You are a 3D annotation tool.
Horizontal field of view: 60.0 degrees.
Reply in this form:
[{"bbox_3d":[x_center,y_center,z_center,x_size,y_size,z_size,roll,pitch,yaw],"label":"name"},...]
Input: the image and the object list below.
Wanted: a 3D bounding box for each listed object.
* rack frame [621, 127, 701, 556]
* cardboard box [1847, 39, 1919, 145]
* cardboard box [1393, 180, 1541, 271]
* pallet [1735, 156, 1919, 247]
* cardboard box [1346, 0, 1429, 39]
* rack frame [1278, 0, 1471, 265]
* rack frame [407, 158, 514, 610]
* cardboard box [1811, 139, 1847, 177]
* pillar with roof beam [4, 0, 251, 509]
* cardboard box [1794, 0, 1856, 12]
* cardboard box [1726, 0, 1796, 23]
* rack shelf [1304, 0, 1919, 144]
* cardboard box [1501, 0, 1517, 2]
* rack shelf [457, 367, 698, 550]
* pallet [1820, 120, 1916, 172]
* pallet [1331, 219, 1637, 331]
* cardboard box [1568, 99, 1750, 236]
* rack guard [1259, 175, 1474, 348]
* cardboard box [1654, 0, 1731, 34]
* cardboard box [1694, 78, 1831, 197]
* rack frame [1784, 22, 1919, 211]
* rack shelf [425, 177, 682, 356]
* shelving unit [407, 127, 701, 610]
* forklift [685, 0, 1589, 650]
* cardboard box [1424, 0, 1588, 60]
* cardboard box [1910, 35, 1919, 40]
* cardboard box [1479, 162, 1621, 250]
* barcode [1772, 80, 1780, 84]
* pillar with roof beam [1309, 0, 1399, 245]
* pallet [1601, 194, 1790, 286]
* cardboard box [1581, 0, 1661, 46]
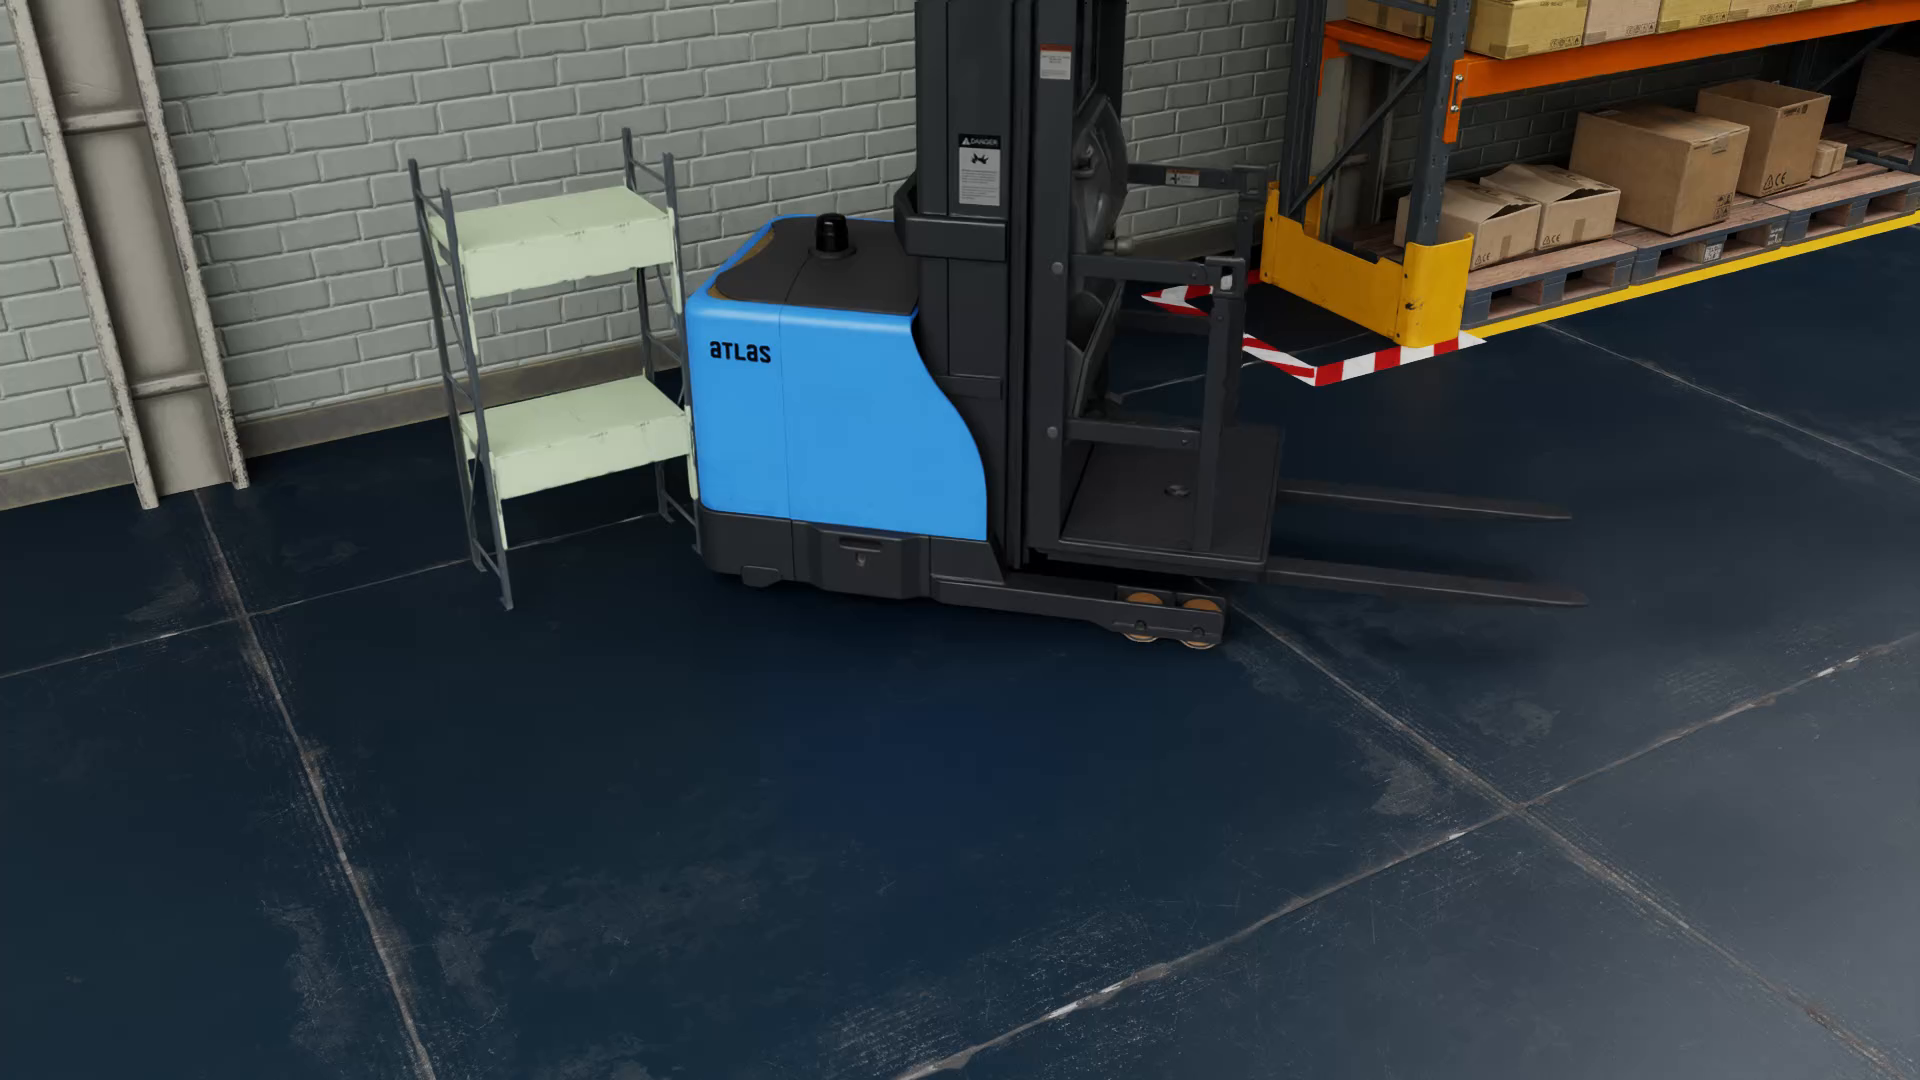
[{"bbox_3d":[-1.051,-0.681,5.932,0.023,1.500,0.400,-17,33,-27],"label":"rack frame"},{"bbox_3d":[6.003,-2.745,10.251,0.500,0.500,0.700,-15,32,-25],"label":"cardboard box"},{"bbox_3d":[2.570,-1.628,8.422,0.500,0.311,0.500,-20,35,-32],"label":"cardboard box"},{"bbox_3d":[4.815,-2.059,9.763,1.213,0.211,1.003,-16,33,-26],"label":"pallet"},{"bbox_3d":[2.232,-2.619,8.025,0.500,0.250,0.500,-15,32,-26],"label":"cardboard box"},{"bbox_3d":[1.928,-2.480,7.640,0.127,3.000,1.000,-16,33,-26],"label":"rack frame"},{"bbox_3d":[-1.674,-0.496,5.596,0.023,1.500,0.400,-17,33,-27],"label":"rack frame"},{"bbox_3d":[4.930,-2.268,9.732,0.250,0.166,0.380,-21,35,-33],"label":"cardboard box"},{"bbox_3d":[-0.899,-2.376,1.243,0.400,9.000,9.100,-16,33,-26],"label":"pillar with roof beam"},{"bbox_3d":[4.262,-2.912,8.557,0.500,0.250,0.500,-16,33,-27],"label":"cardboard box"},{"bbox_3d":[3.829,-2.789,8.333,0.500,0.250,0.500,-16,32,-26],"label":"cardboard box"},{"bbox_3d":[3.652,-2.655,8.701,4.000,0.370,1.077,-16,33,-26],"label":"rack shelf"},{"bbox_3d":[2.492,-2.743,7.475,0.500,0.500,0.500,-16,33,-26],"label":"cardboard box"},{"bbox_3d":[-1.362,-0.303,5.921,0.720,0.370,0.431,-17,33,-27],"label":"rack shelf"},{"bbox_3d":[6.047,-2.430,10.434,1.213,0.211,1.003,-16,33,-26],"label":"pallet"},{"bbox_3d":[2.712,-1.462,8.681,1.213,0.211,1.003,-16,33,-26],"label":"pallet"},{"bbox_3d":[3.719,-2.009,8.917,0.500,0.500,0.700,-18,34,-29],"label":"cardboard box"},{"bbox_3d":[1.993,-1.404,8.278,0.348,0.500,1.175,-16,33,-26],"label":"rack guard"},{"bbox_3d":[3.392,-2.666,8.111,0.500,0.250,0.500,-16,33,-27],"label":"cardboard box"},{"bbox_3d":[4.502,-2.287,9.421,0.500,0.500,0.500,-19,34,-30],"label":"cardboard box"},{"bbox_3d":[5.376,-3.459,9.414,0.127,3.000,1.000,-16,33,-26],"label":"rack frame"},{"bbox_3d":[-1.362,-0.930,5.575,0.720,0.370,0.431,-17,33,-27],"label":"rack shelf"},{"bbox_3d":[-1.362,-0.588,5.764,0.755,1.500,0.431,-17,33,-27],"label":"shelving unit"},{"bbox_3d":[0.645,-1.198,5.388,3.031,2.935,1.130,6,30,11],"label":"forklift"},{"bbox_3d":[2.509,-2.411,7.648,0.500,0.250,0.500,-17,33,-28],"label":"cardboard box"},{"bbox_3d":[6.423,-2.892,10.518,0.500,0.500,0.700,-17,33,-27],"label":"cardboard box"},{"bbox_3d":[3.061,-1.767,8.675,0.500,0.311,0.500,-13,31,-22],"label":"cardboard box"},{"bbox_3d":[4.789,-2.666,9.776,0.075,0.075,0.001,-16,33,-26],"label":"barcode"},{"bbox_3d":[4.274,-3.845,3.904,0.400,9.000,9.100,-16,33,-26],"label":"pillar with roof beam"},{"bbox_3d":[3.762,-1.759,9.219,1.213,0.211,1.003,-16,33,-26],"label":"pallet"},{"bbox_3d":[2.950,-2.544,7.889,0.500,0.250,0.500,-17,33,-28],"label":"cardboard box"}]
